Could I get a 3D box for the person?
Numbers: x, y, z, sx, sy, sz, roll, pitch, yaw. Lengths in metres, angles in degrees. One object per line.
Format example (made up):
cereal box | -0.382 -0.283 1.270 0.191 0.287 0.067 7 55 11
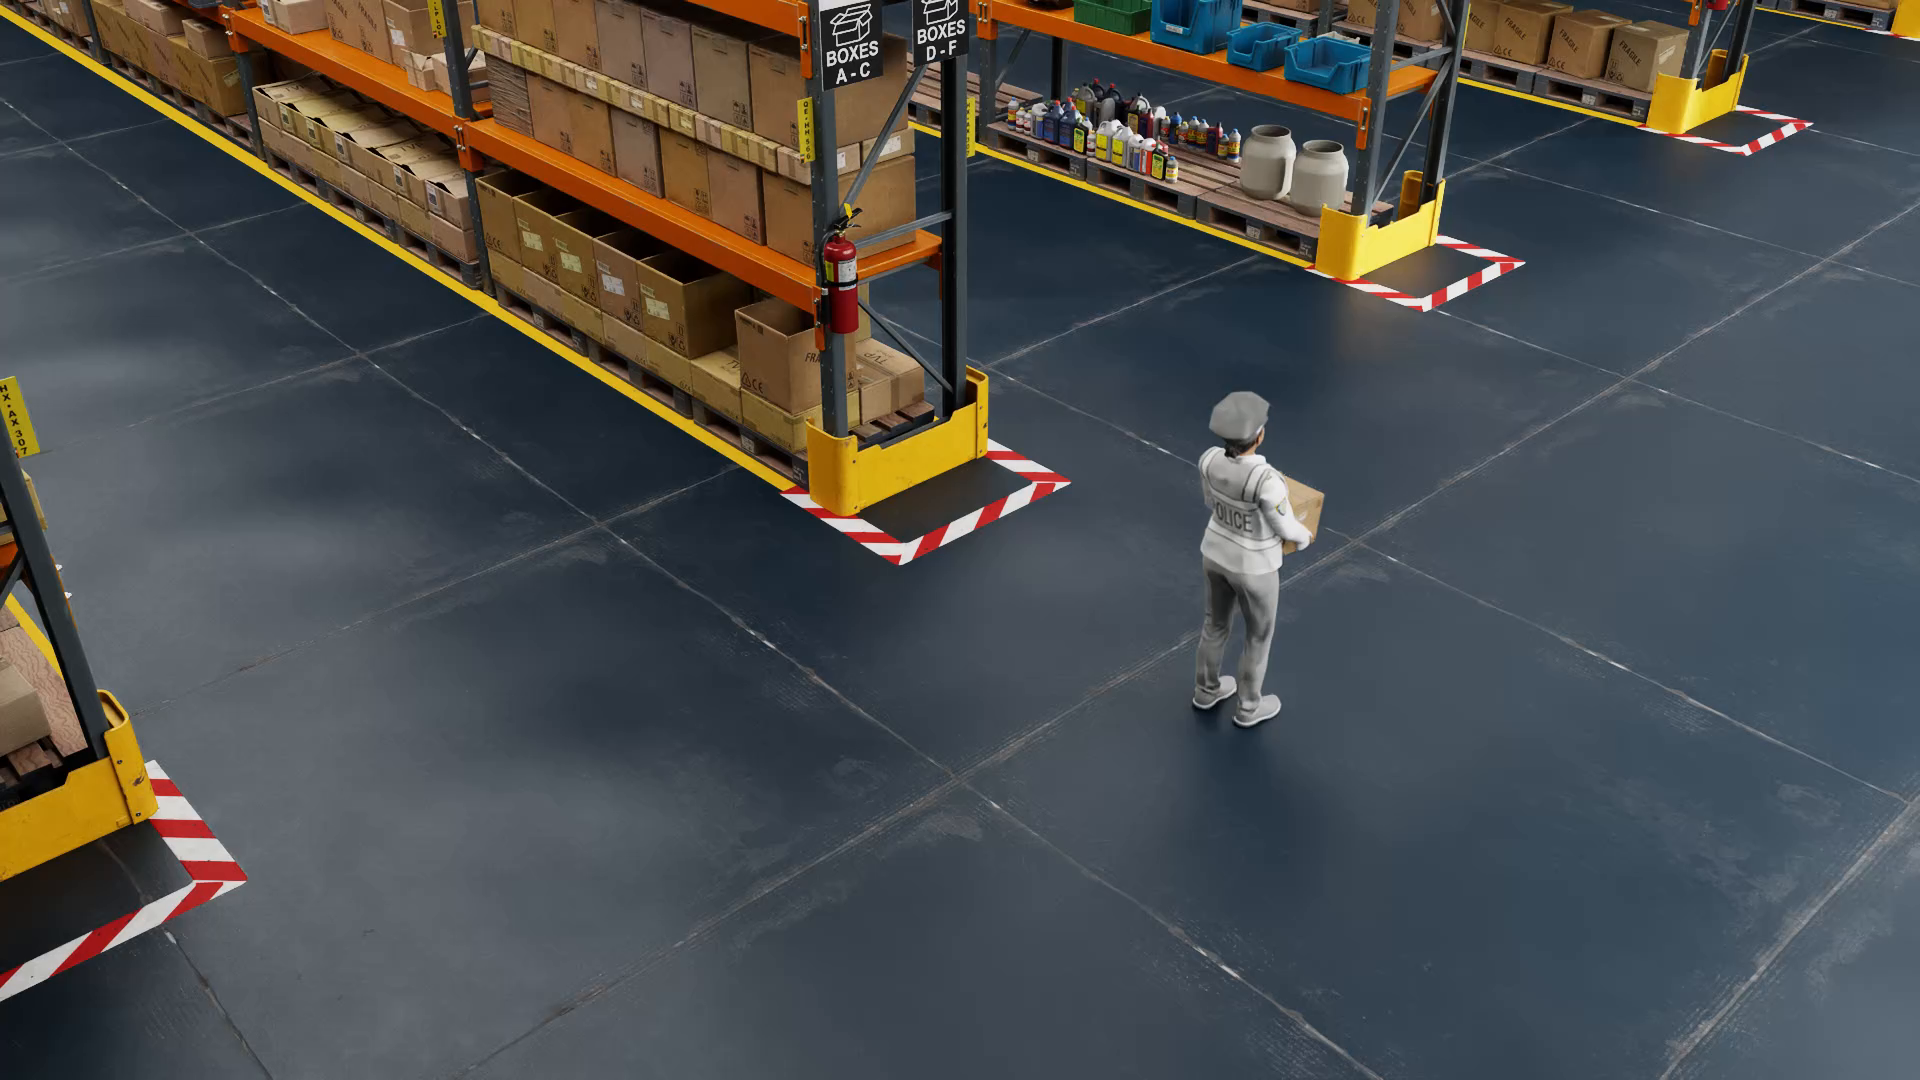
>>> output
person | 1.312 0.072 7.549 0.554 1.695 0.467 -26 40 -35
